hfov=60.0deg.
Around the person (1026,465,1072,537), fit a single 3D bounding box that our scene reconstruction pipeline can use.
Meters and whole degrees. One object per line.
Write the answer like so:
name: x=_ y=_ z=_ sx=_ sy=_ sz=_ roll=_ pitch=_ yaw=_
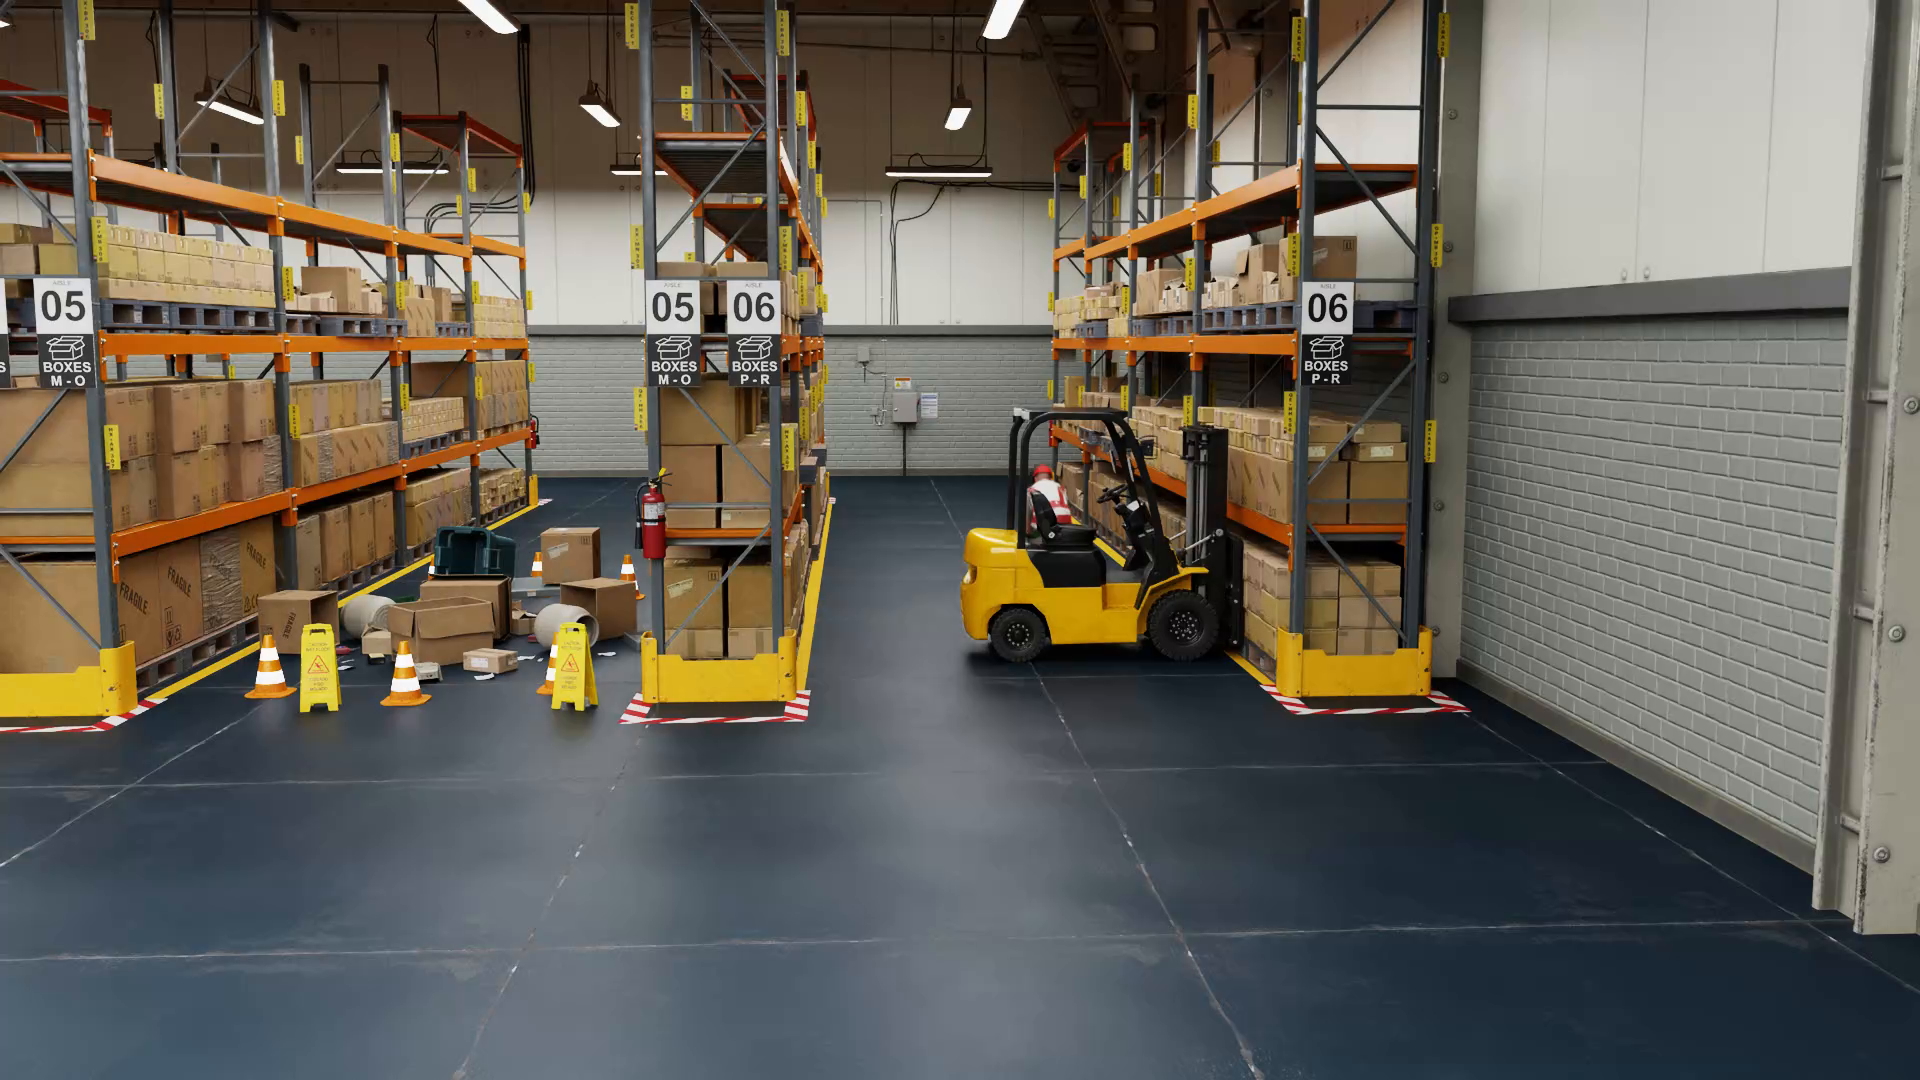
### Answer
person: x=0.896 y=-0.011 z=17.031 sx=0.492 sy=1.478 sz=0.851 roll=-1 pitch=7 yaw=-5
